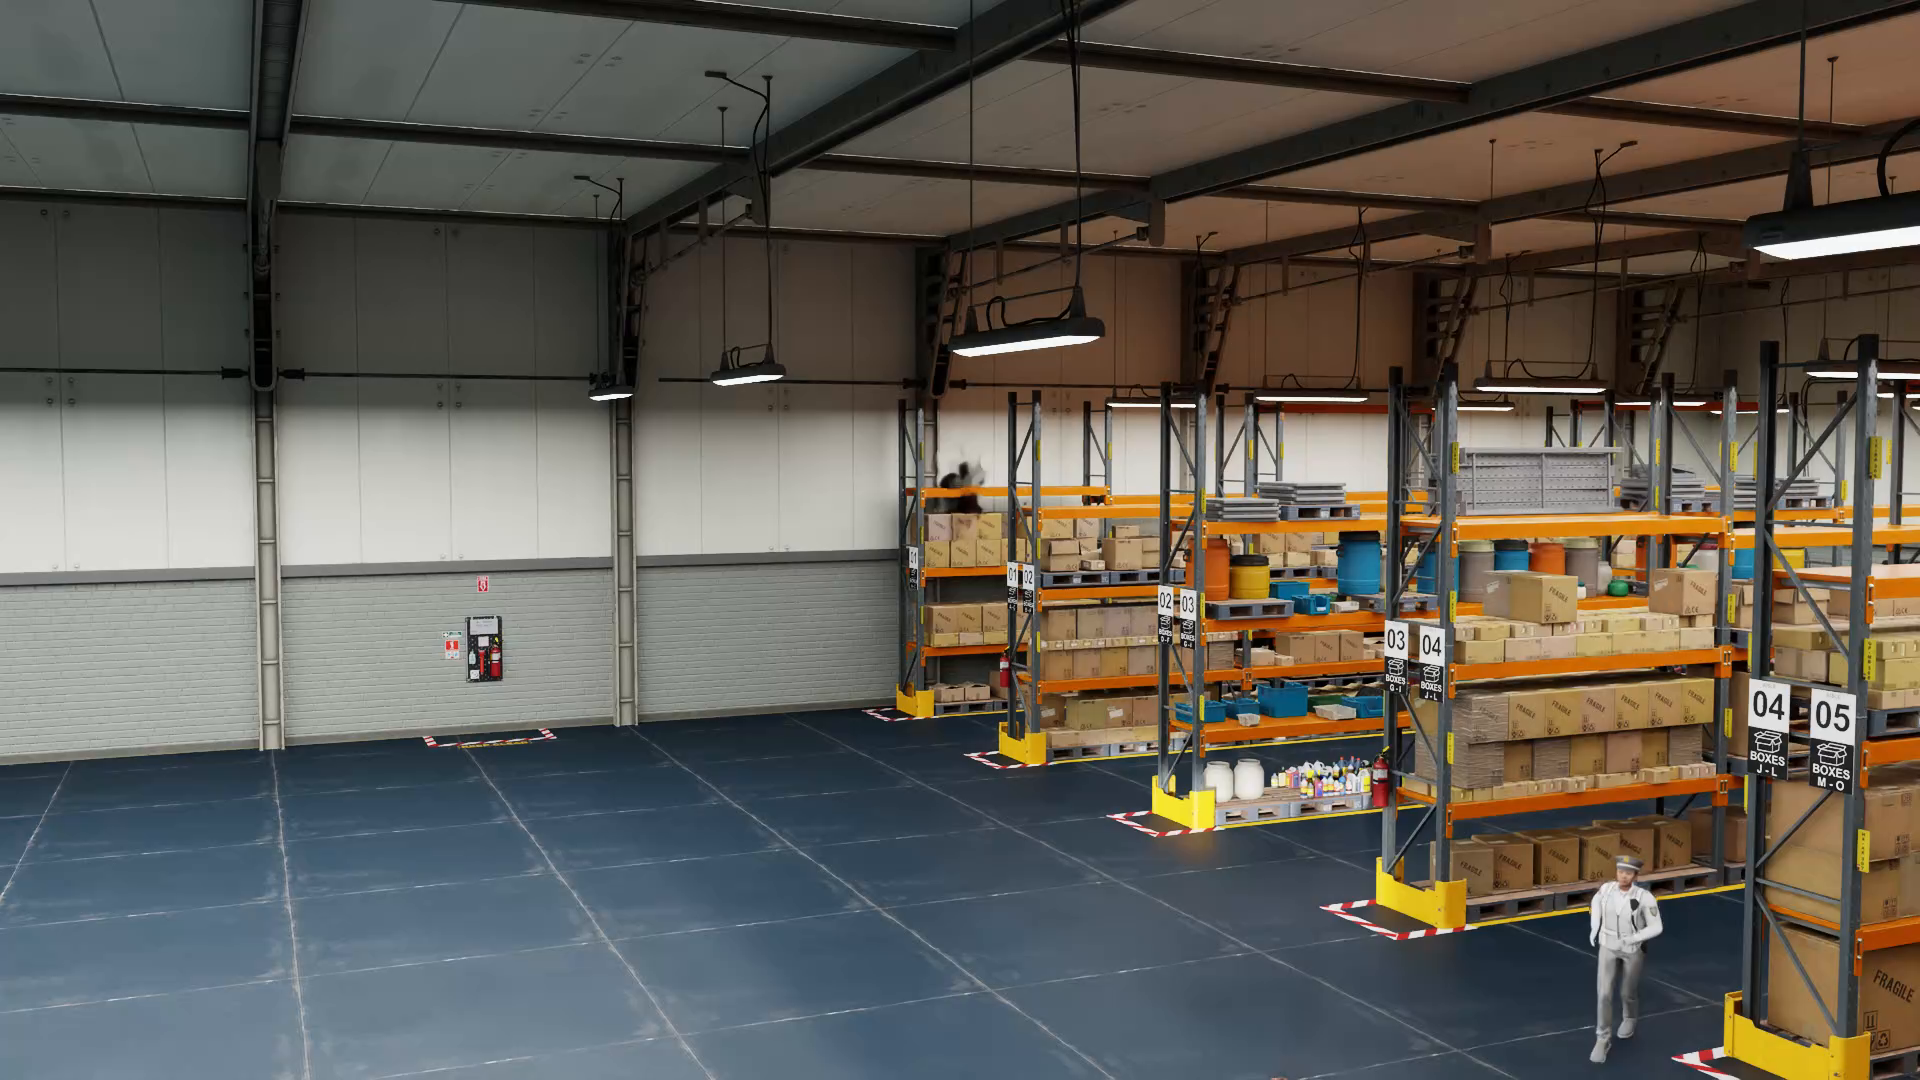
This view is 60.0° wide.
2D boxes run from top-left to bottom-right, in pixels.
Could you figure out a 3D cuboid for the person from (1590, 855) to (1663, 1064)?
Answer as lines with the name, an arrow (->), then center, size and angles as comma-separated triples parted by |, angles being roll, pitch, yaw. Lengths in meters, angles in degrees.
person -> 5.626, 3.497, 14.086 | 0.623, 1.730, 0.856 | 2, 4, 34
